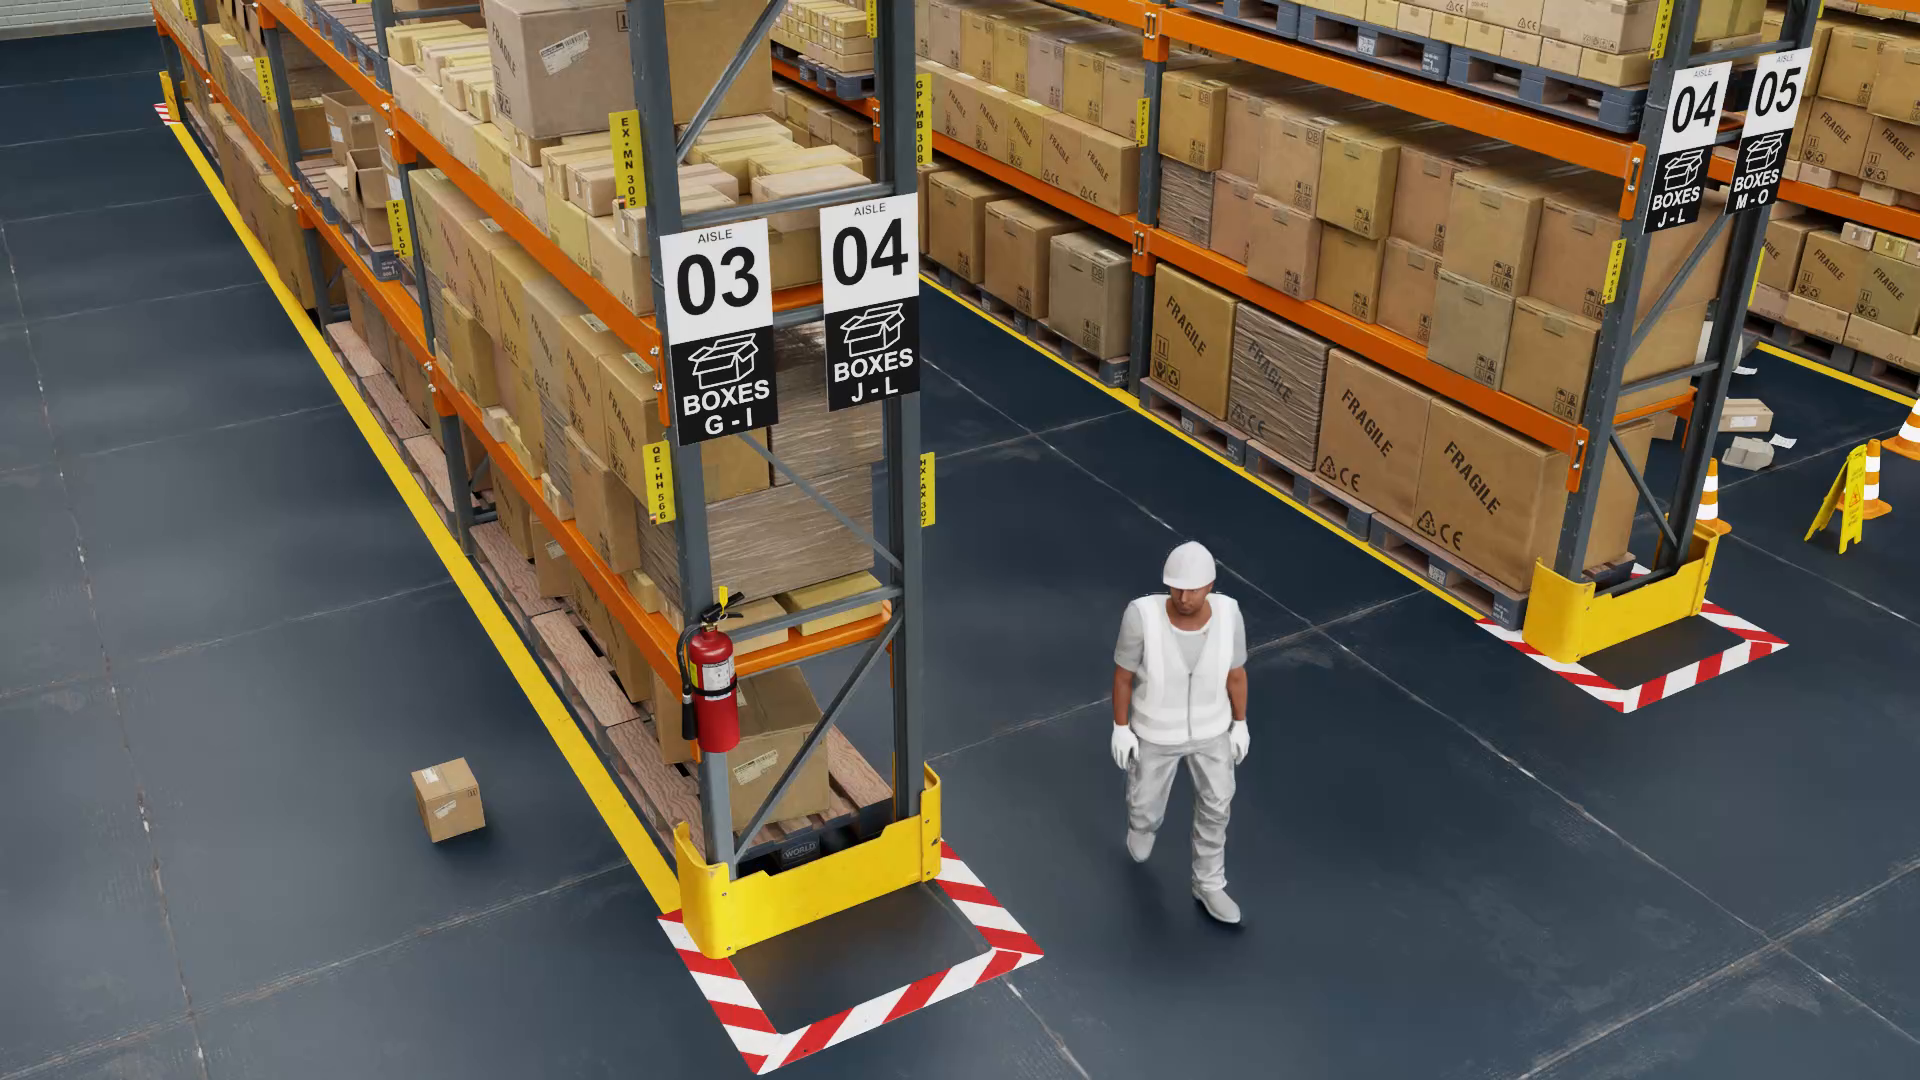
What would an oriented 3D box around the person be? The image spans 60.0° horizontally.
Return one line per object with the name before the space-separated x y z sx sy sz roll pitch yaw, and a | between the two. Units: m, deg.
person | 0.937 0.785 7.085 0.607 1.773 0.647 -5 29 -9
